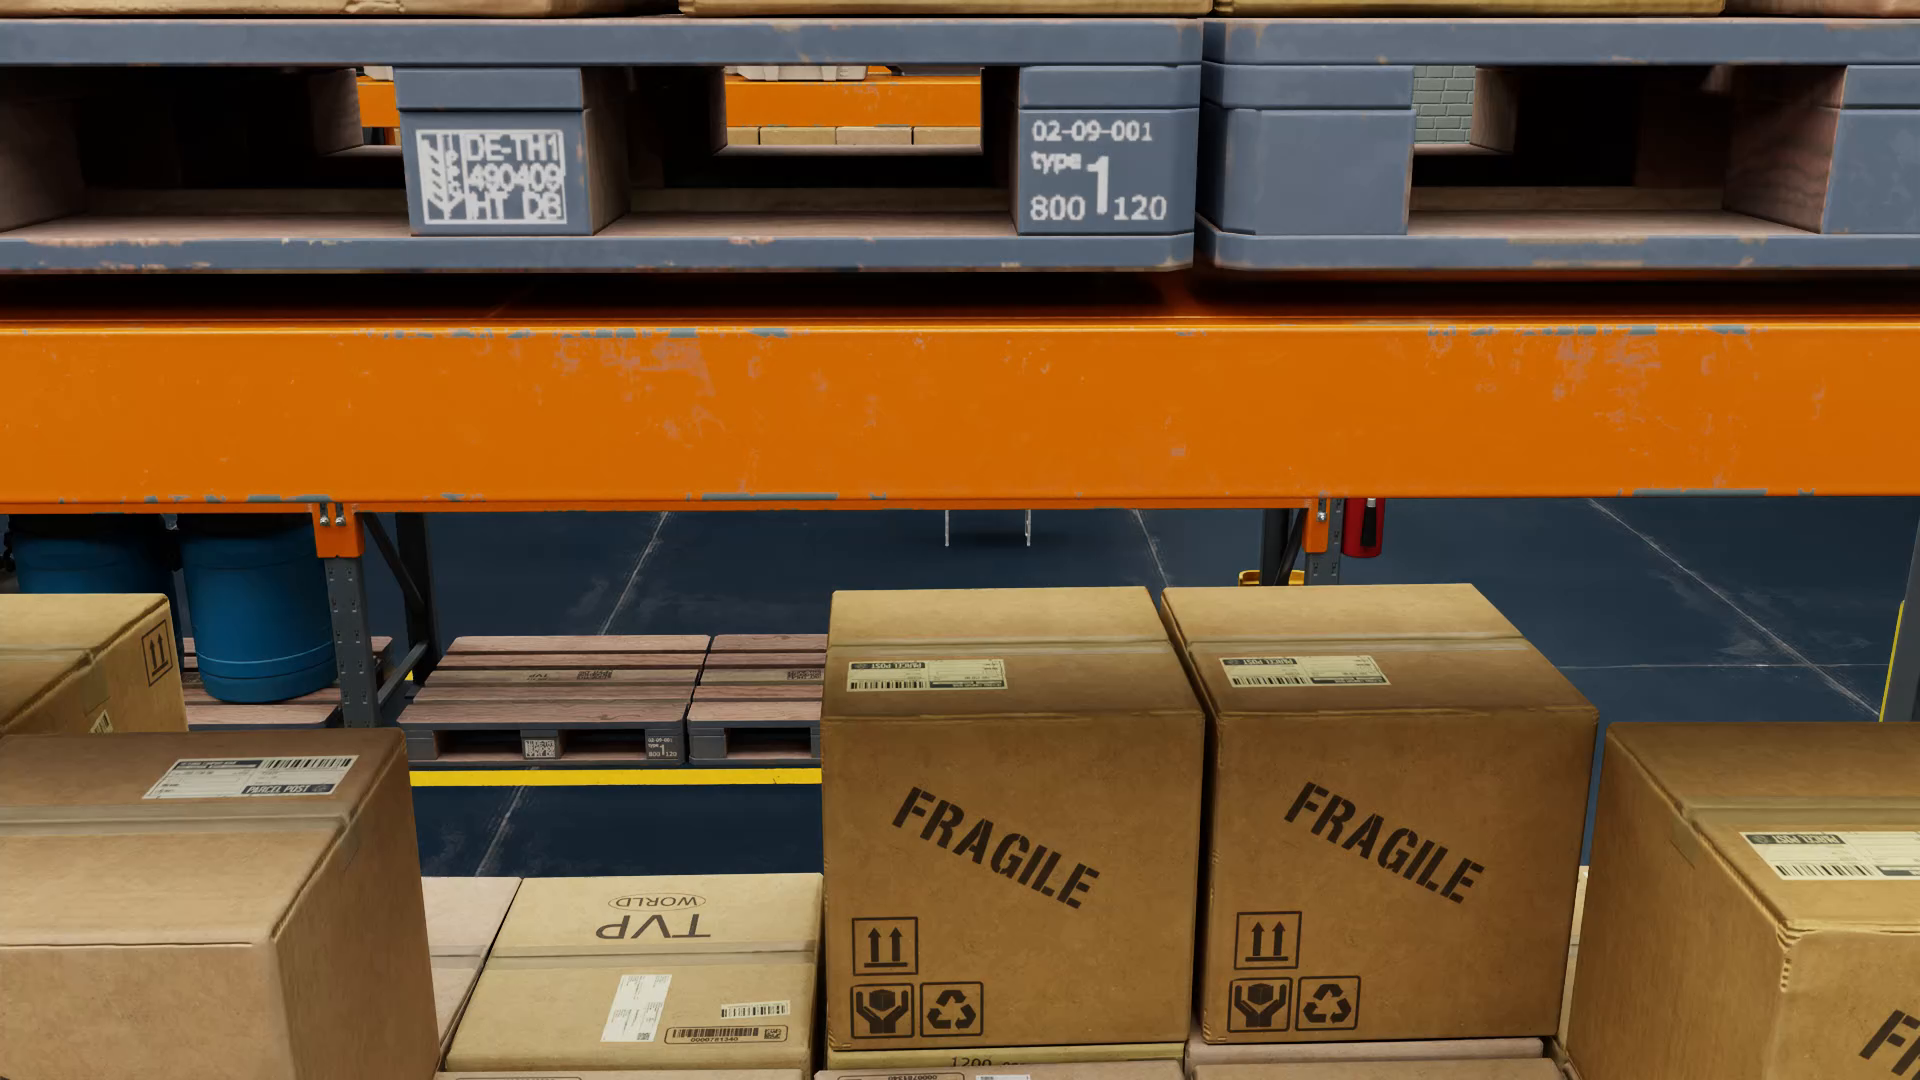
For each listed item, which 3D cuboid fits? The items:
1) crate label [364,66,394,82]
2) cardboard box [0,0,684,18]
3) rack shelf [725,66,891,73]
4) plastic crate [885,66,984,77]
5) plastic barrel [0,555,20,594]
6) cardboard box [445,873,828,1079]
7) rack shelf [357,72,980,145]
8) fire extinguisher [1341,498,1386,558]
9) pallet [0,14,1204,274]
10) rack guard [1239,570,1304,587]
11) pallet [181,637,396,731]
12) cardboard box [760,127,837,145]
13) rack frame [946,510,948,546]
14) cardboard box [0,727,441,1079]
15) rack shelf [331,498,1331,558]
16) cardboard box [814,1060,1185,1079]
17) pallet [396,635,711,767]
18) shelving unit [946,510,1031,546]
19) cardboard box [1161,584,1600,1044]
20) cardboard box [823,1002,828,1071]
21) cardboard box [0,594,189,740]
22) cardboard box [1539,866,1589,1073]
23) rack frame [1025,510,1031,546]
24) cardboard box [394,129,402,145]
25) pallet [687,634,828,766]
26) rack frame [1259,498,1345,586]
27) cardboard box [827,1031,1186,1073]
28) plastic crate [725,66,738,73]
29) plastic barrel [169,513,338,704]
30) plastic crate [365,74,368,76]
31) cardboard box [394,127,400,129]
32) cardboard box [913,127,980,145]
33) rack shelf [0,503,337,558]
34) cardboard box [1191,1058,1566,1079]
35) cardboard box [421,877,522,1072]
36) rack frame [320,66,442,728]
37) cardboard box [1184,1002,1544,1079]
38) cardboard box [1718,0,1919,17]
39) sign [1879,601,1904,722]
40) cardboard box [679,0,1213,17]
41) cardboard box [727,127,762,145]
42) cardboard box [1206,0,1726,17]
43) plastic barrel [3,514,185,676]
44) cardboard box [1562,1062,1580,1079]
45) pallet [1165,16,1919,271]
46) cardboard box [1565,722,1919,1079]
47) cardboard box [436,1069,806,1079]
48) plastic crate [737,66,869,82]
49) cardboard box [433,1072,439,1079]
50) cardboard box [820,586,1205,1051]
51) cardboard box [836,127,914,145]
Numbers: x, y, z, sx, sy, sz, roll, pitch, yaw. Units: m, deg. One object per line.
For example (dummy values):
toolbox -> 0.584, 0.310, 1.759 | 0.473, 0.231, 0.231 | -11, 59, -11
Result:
crate label -> -2.023, -1.821, 6.335 | 0.466, 0.136, 0.293 | 0, 18, -1
cardboard box -> -0.594, -0.797, 1.697 | 0.500, 0.500, 0.700 | 1, 18, 2
rack shelf -> -0.592, -3.212, 11.418 | 4.000, 0.370, 1.077 | 0, 18, -1
plastic crate -> -0.049, -2.099, 6.871 | 0.767, 0.338, 0.504 | 0, 18, -1
plastic barrel -> -4.335, 0.357, 7.410 | 0.421, 0.512, 0.421 | 0, 18, 0
cardboard box -> -0.467, 0.749, 2.561 | 0.500, 0.250, 0.500 | -1, 18, -2
rack shelf -> -0.517, -1.700, 6.702 | 4.000, 0.370, 1.077 | 0, 18, -1
fire extinguisher -> 1.641, -0.271, 6.719 | 0.183, 0.674, 0.296 | 0, 18, -1
pallet -> -0.404, -0.483, 1.878 | 1.213, 0.211, 1.003 | 0, 18, -1
rack guard -> 1.507, 0.563, 7.475 | 0.348, 0.500, 1.175 | 0, 18, -1
pallet -> -3.289, 0.715, 7.474 | 1.213, 0.211, 1.003 | 0, 18, -1
cardboard box -> -1.086, -2.562, 11.323 | 0.500, 0.500, 0.500 | -1, 18, -2
rack frame -> -0.078, -0.571, 9.863 | 0.015, 1.200, 0.240 | 0, 18, -1
cardboard box -> -0.943, 0.553, 1.944 | 0.500, 0.500, 0.500 | -1, 18, -3
rack shelf -> -0.517, -0.271, 7.160 | 4.000, 0.370, 1.077 | 0, 18, -1
cardboard box -> 0.064, 0.907, 2.067 | 0.500, 0.250, 0.500 | -1, 18, -3
pallet -> -1.782, 0.708, 7.494 | 1.213, 0.211, 1.003 | 0, 18, -1
shelving unit -> 0.166, -0.572, 9.867 | 0.503, 1.200, 0.258 | 0, 18, -1
cardboard box -> 0.577, 0.384, 2.470 | 0.500, 0.500, 0.500 | -1, 18, -2
cardboard box -> -0.337, 0.918, 2.688 | 0.250, 0.149, 0.380 | -1, 18, -2
cardboard box -> -1.482, 0.396, 2.433 | 0.500, 0.500, 0.500 | 0, 18, 0
cardboard box -> 1.077, 0.739, 2.592 | 0.500, 0.250, 0.500 | -1, 18, -2
rack frame -> 0.409, -0.573, 9.870 | 0.015, 1.200, 0.240 | 0, 18, -1
cardboard box -> -5.163, -3.735, 16.098 | 0.500, 0.500, 0.500 | 0, 18, -1
pallet -> -0.559, 0.701, 7.515 | 1.213, 0.211, 1.003 | 0, 18, -1
rack frame -> 1.483, -0.623, 7.080 | 0.127, 3.000, 1.000 | 0, 18, -1
cardboard box -> 0.055, 0.745, 2.574 | 0.500, 0.250, 0.500 | -1, 18, -3
plastic crate -> -0.738, -2.079, 6.901 | 0.530, 0.282, 0.437 | 0, 18, -1
plastic barrel -> -3.061, 0.192, 7.285 | 0.708, 0.901, 0.600 | 0, 18, -1
plastic crate -> -2.098, -2.026, 6.889 | 0.662, 0.188, 0.450 | 0, 18, -1
cardboard box -> -5.177, -4.096, 15.996 | 0.500, 0.250, 0.500 | 0, 18, 0
cardboard box -> -0.056, -2.567, 11.339 | 0.500, 0.500, 0.500 | 0, 18, 1
rack shelf -> -4.517, -0.252, 7.100 | 4.000, 0.370, 1.077 | 0, 18, -1
cardboard box -> 0.573, 0.905, 2.075 | 0.500, 0.250, 0.500 | -1, 18, -2
cardboard box -> -0.974, 0.750, 2.557 | 0.500, 0.250, 0.500 | 0, 18, 0
rack frame -> -2.517, -0.604, 7.020 | 0.127, 3.000, 1.000 | 0, 18, -1
cardboard box -> 0.557, 0.743, 2.578 | 0.500, 0.250, 0.500 | 0, 18, -2
cardboard box -> 1.042, -0.815, 1.753 | 0.500, 0.500, 0.700 | -1, 18, -4
sign -> 1.558, 0.270, 2.749 | 0.005, 0.325, 0.100 | 0, 18, -1
cardboard box -> -0.039, -0.832, 1.806 | 0.500, 0.500, 0.700 | -1, 18, -5
cardboard box -> -1.600, -2.560, 11.316 | 0.500, 0.500, 0.500 | -1, 18, -3
cardboard box -> 0.477, -0.849, 1.859 | 0.500, 0.500, 0.700 | -1, 18, -3
plastic barrel -> -3.769, 0.196, 7.274 | 0.708, 0.901, 0.600 | 0, 18, -1
cardboard box -> 1.081, 0.902, 2.082 | 0.500, 0.250, 0.500 | -1, 18, -2
pallet -> 0.819, -0.490, 1.899 | 1.213, 0.211, 1.003 | 0, 18, -1
cardboard box -> 1.078, 0.545, 1.970 | 0.500, 0.500, 0.500 | 0, 18, 0
cardboard box -> -0.456, 0.911, 2.056 | 0.500, 0.250, 0.500 | 0, 18, -1
plastic crate -> -0.579, -1.840, 6.395 | 0.530, 0.136, 0.437 | 0, 18, -1
cardboard box -> -0.949, 0.911, 2.056 | 0.500, 0.250, 0.500 | 0, 18, 1
cardboard box -> 0.059, 0.389, 2.457 | 0.500, 0.500, 0.500 | -1, 18, -2
cardboard box -> -0.569, -2.565, 11.332 | 0.500, 0.500, 0.500 | 0, 18, 1
